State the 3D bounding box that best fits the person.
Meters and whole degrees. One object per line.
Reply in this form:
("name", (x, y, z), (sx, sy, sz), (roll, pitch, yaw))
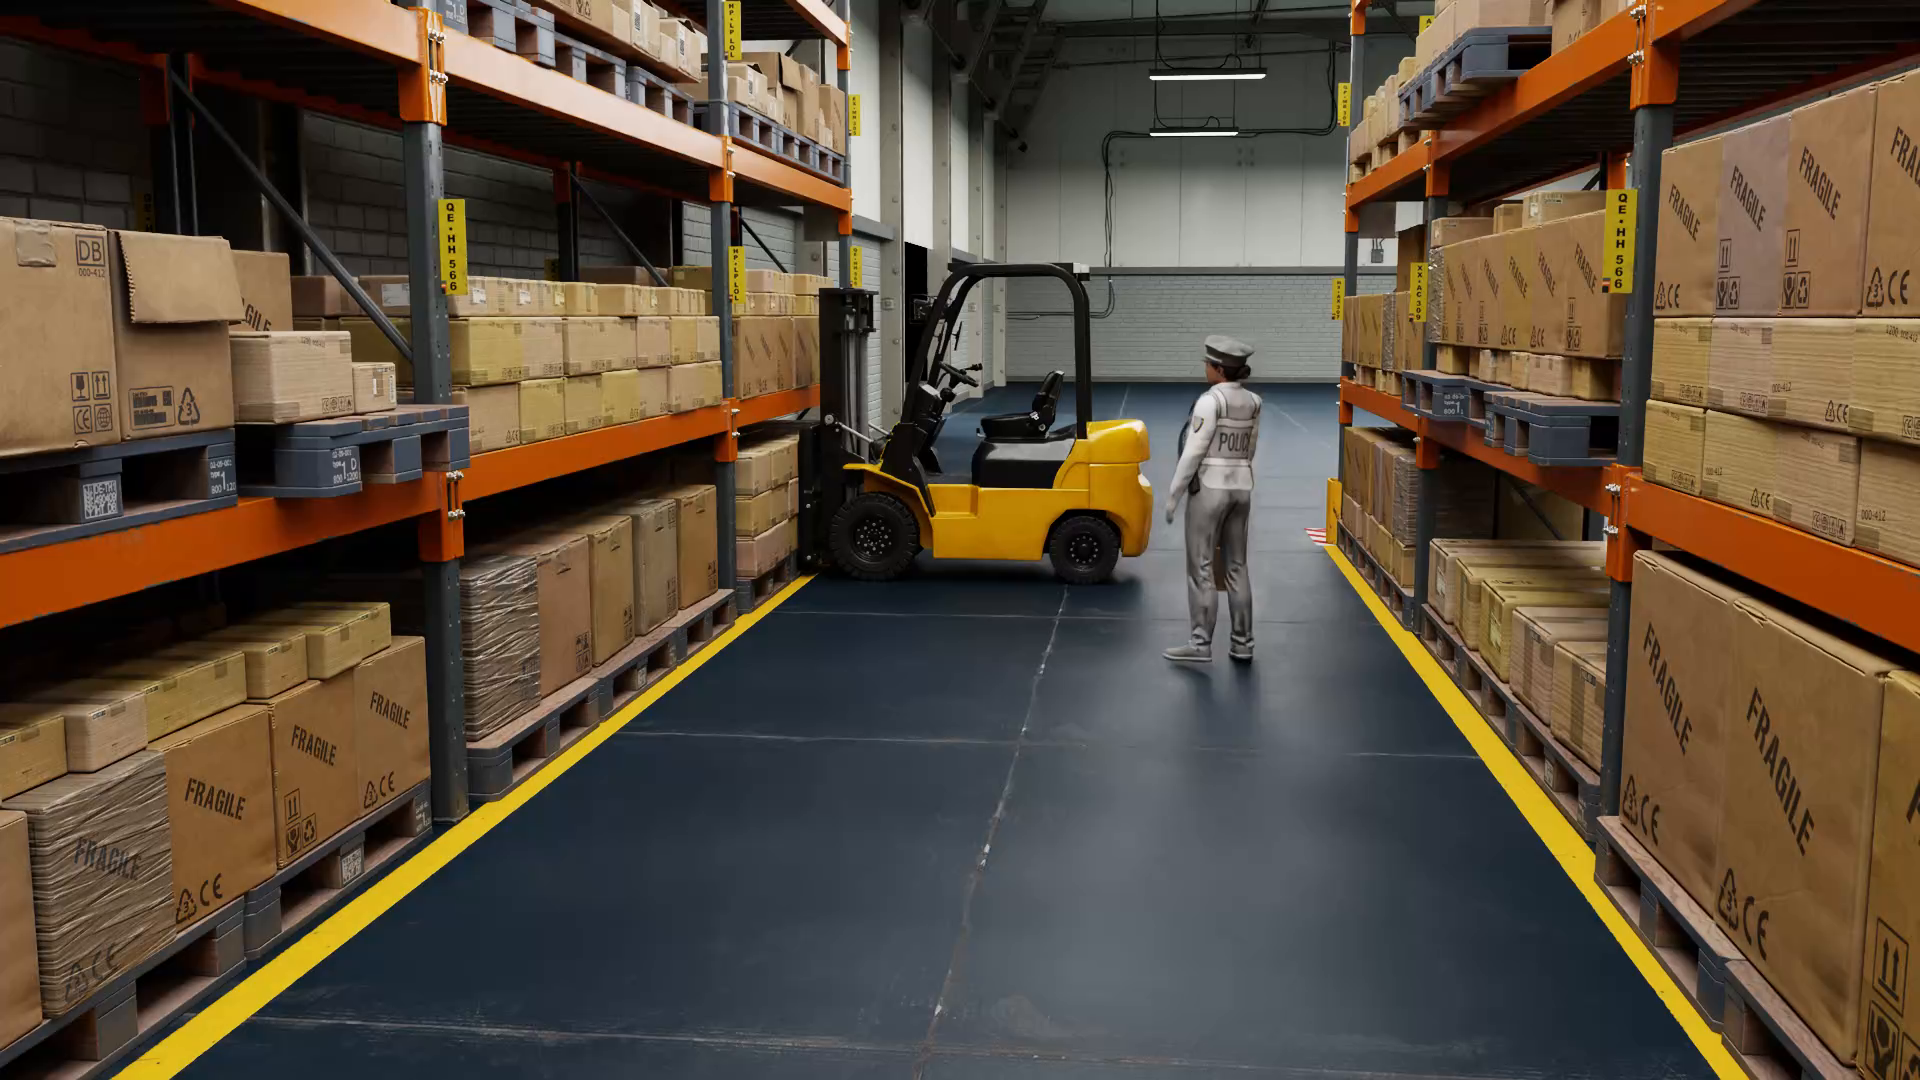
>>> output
("person", (1.326, -0.208, 8.594), (0.571, 1.693, 0.375), (-6, 10, -39))
